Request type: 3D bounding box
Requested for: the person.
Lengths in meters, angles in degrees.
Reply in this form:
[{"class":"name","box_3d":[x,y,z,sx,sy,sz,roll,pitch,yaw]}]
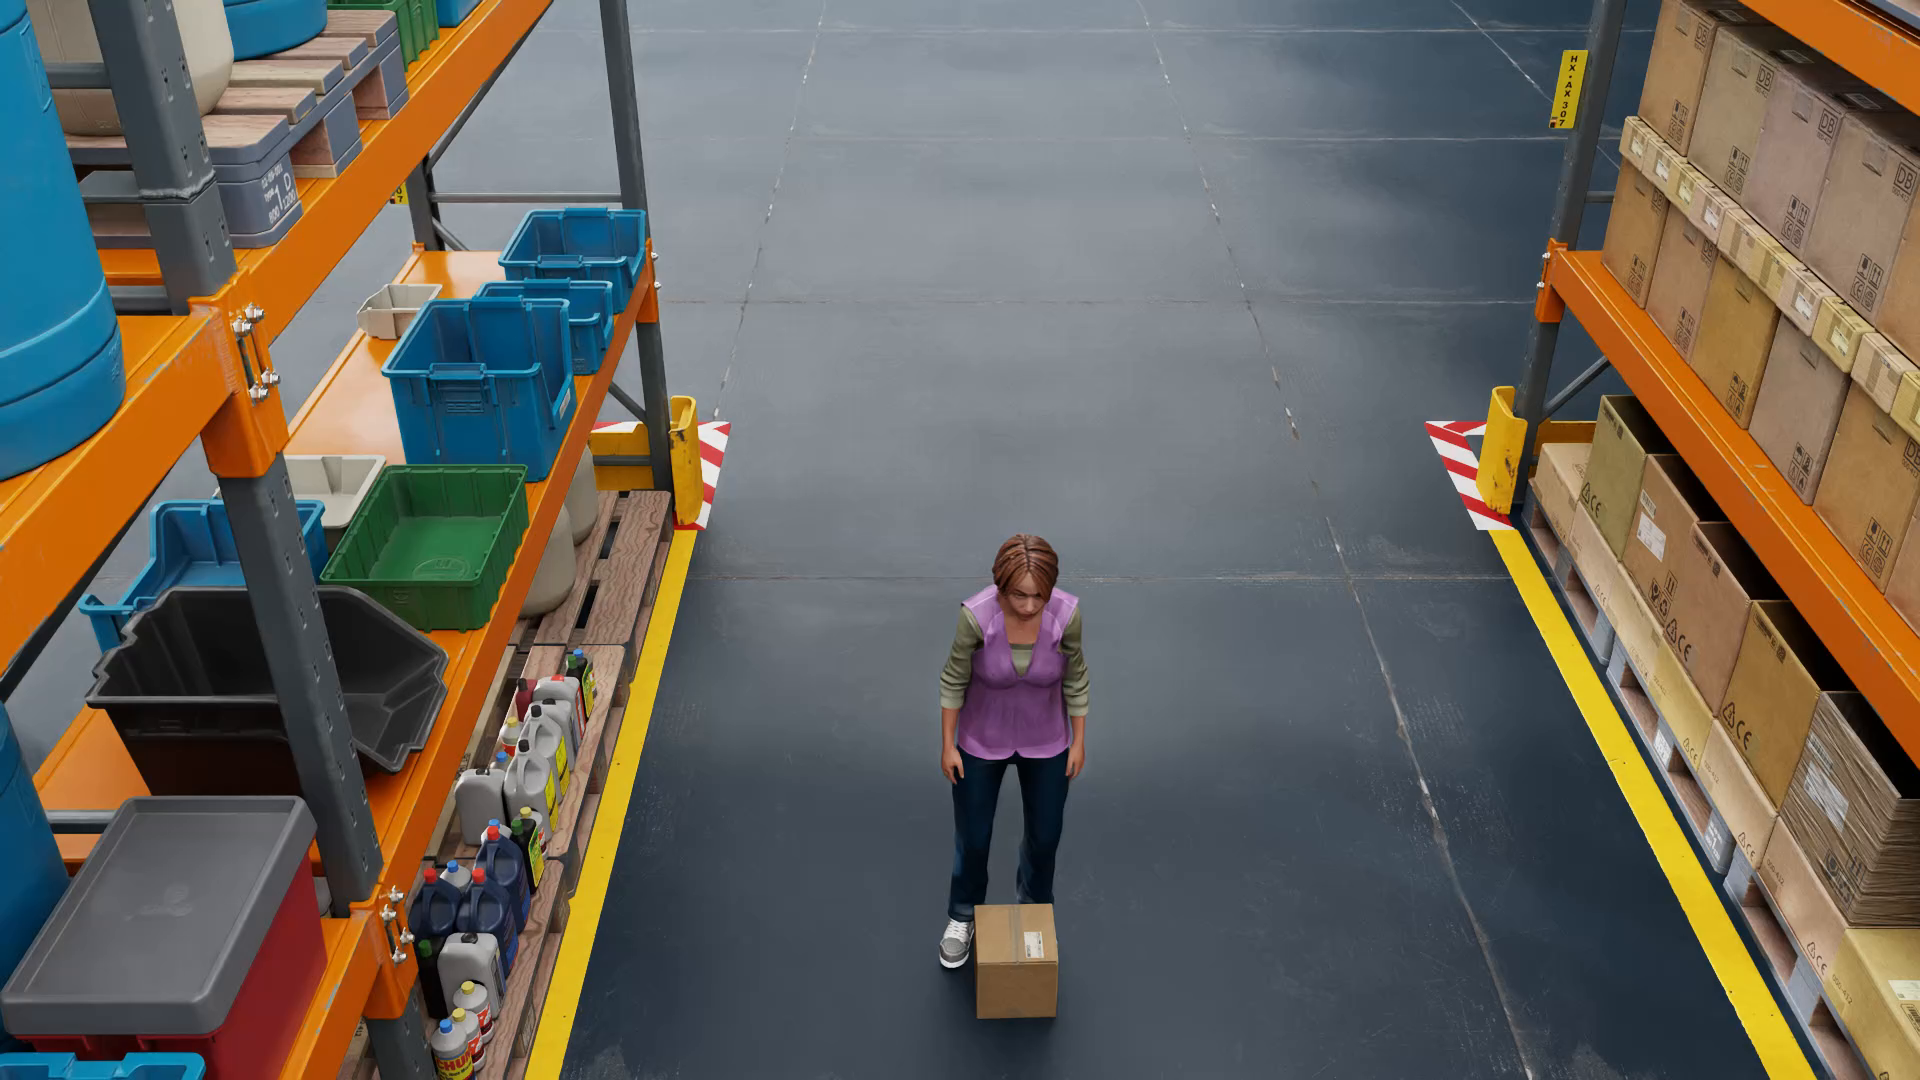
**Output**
[{"class":"person","box_3d":[0.162,0.641,5.121,0.471,1.590,0.348,-2,32,-2]}]
